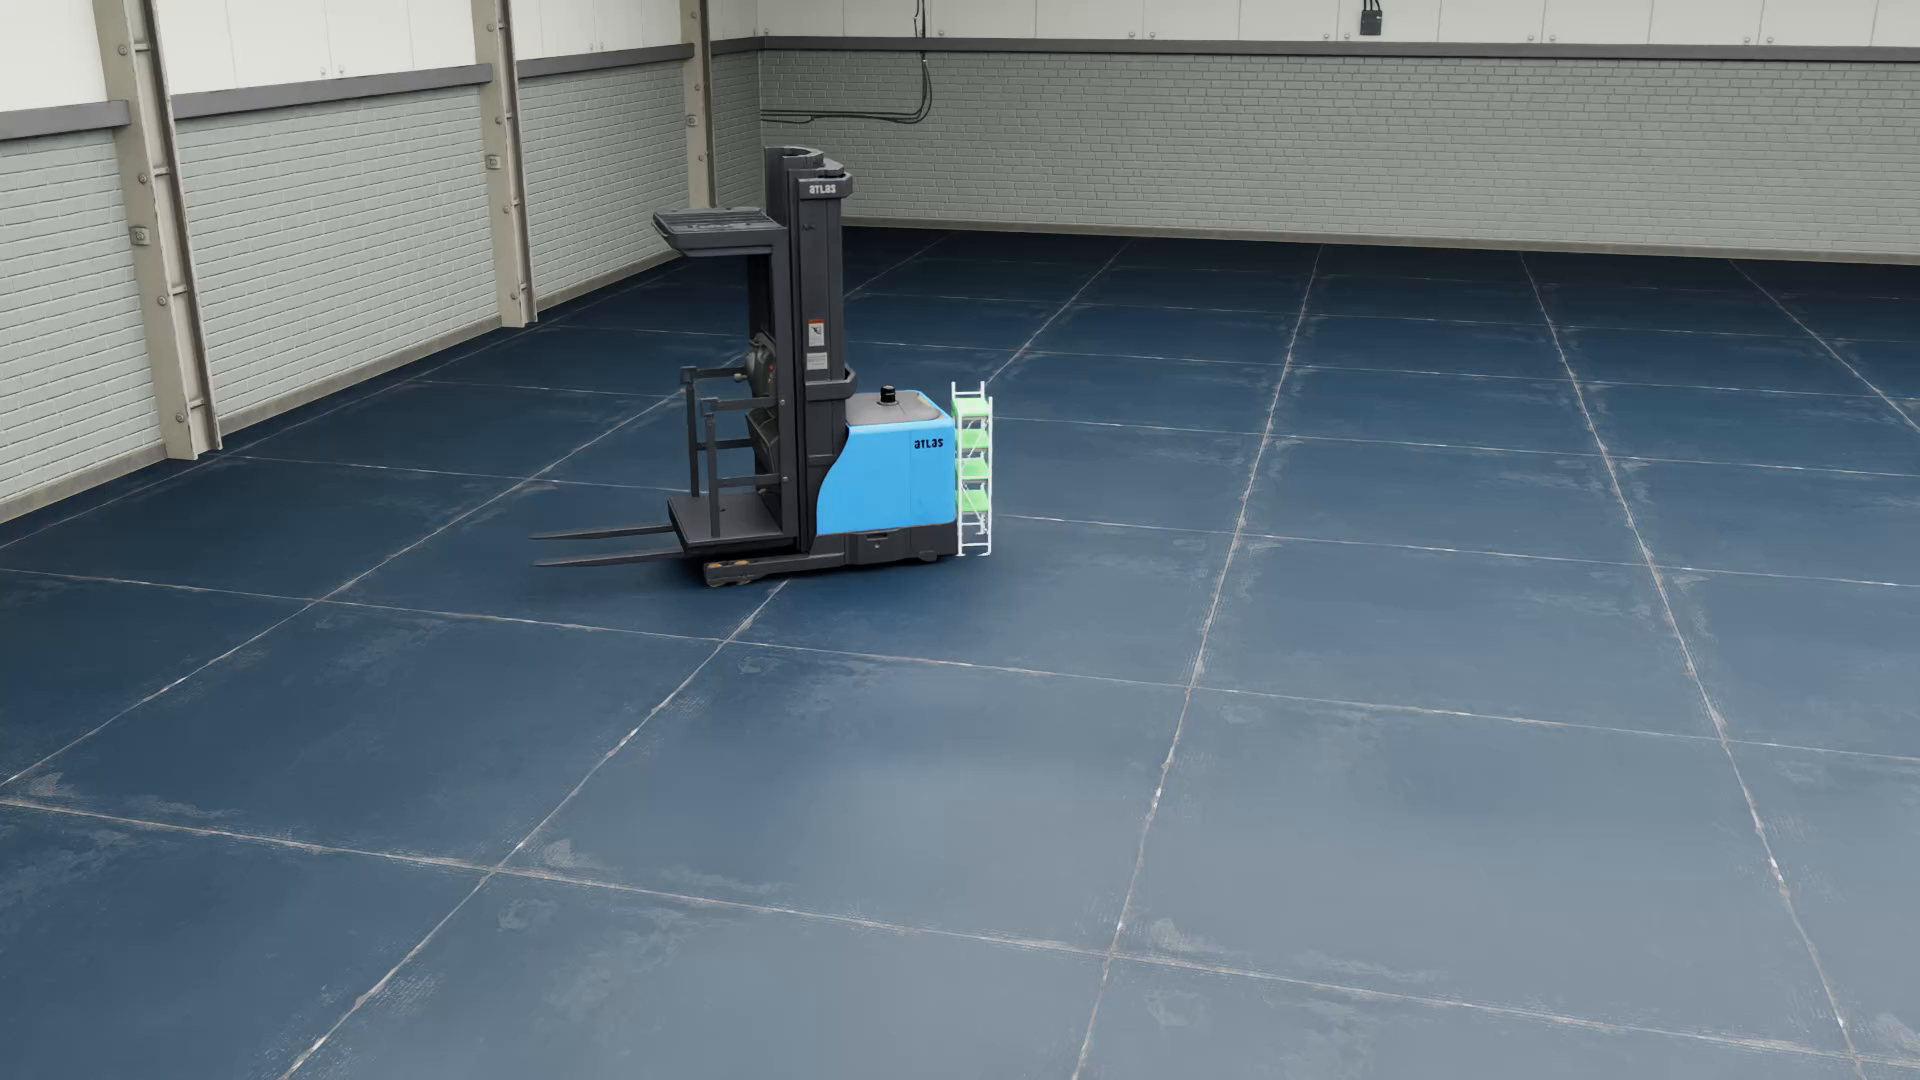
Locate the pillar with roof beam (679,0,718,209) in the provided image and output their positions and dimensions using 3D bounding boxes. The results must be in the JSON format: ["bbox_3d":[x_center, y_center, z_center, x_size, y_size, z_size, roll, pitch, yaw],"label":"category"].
[{"bbox_3d":[0.204,-8.464,23.547,9.100,9.000,0.400,5,19,13],"label":"pillar with roof beam"}]

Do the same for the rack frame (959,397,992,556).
[{"bbox_3d":[0.110,-0.456,12.167,0.240,1.200,0.015,-2,19,-6],"label":"rack frame"}]

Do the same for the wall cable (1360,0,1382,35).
[{"bbox_3d":[7.233,-10.478,24.181,2.305,6.003,0.169,5,19,13],"label":"wall cable"}]

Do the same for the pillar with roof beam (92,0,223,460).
[{"bbox_3d":[-2.728,-4.703,12.535,9.100,9.000,0.400,5,19,13],"label":"pillar with roof beam"}]

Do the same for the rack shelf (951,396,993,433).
[{"bbox_3d":[0.085,-0.929,12.262,0.258,0.148,0.480,-2,19,-6],"label":"rack shelf"}]

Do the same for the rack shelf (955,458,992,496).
[{"bbox_3d":[0.085,-0.474,12.418,0.258,0.148,0.480,-2,19,-6],"label":"rack shelf"}]

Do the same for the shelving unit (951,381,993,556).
[{"bbox_3d":[0.085,-0.535,12.397,0.258,1.200,0.503,-2,19,-6],"label":"shelving unit"}]

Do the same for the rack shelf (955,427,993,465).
[{"bbox_3d":[0.085,-0.701,12.340,0.258,0.148,0.480,-2,19,-6],"label":"rack shelf"}]

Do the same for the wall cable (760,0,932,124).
[{"bbox_3d":[-1.969,-8.154,27.442,3.097,2.526,0.112,5,19,13],"label":"wall cable"}]

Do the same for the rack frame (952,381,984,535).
[{"bbox_3d":[0.060,-0.613,12.627,0.240,1.200,0.015,-2,19,-6],"label":"rack frame"}]

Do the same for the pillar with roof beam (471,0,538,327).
[{"bbox_3d":[-1.262,-6.584,18.041,9.100,9.000,0.400,5,19,13],"label":"pillar with roof beam"}]

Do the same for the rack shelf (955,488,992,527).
[{"bbox_3d":[0.085,-0.247,12.495,0.258,0.148,0.480,-2,19,-6],"label":"rack shelf"}]

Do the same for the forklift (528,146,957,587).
[{"bbox_3d":[-1.597,-1.245,11.799,3.031,2.935,1.130,-6,20,-16],"label":"forklift"}]
